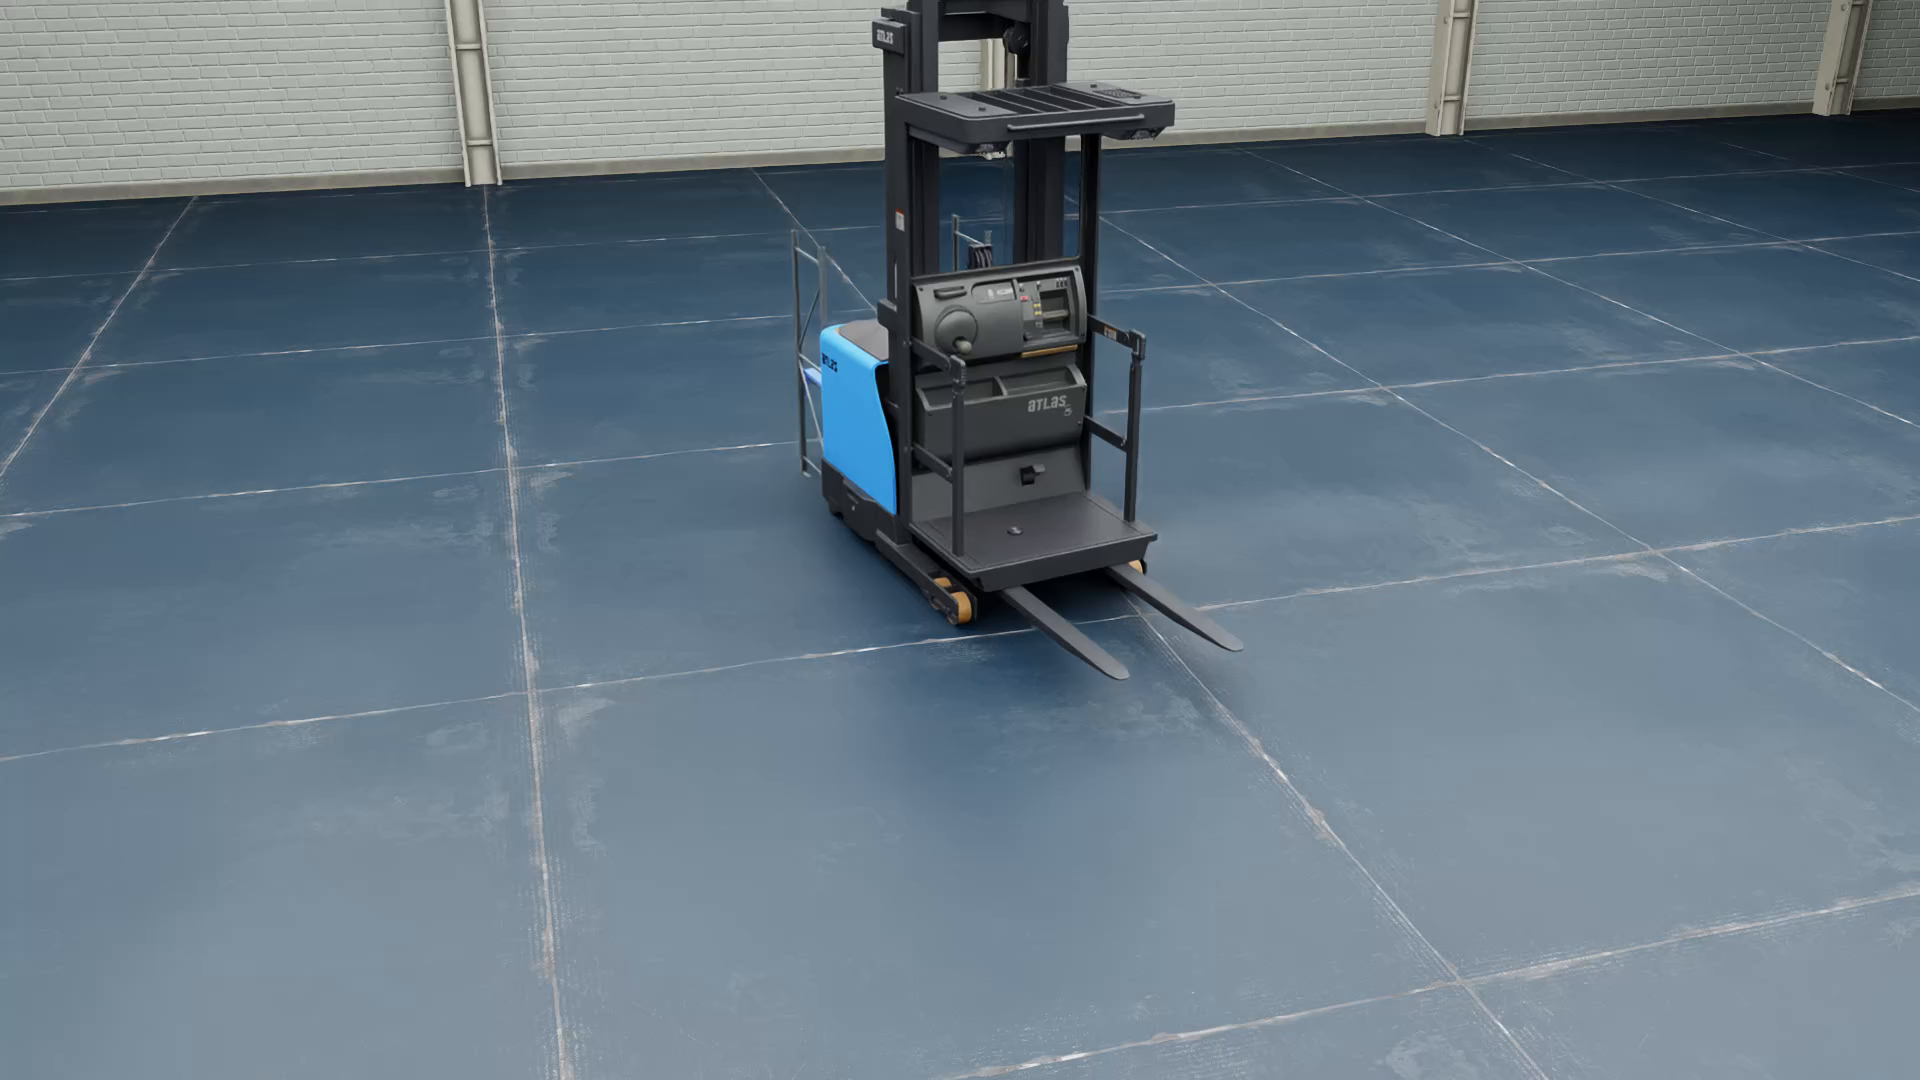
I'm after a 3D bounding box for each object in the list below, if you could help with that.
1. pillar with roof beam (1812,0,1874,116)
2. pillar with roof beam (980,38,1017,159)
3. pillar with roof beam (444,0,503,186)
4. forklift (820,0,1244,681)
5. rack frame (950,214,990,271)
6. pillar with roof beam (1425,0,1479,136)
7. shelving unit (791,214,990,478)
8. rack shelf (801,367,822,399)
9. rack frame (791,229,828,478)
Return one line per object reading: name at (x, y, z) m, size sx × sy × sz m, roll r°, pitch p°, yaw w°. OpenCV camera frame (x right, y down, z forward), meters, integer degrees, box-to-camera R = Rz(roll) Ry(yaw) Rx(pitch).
pillar with roof beam at (13.192, -8.396, 17.404) m, size 0.400 × 9.000 × 9.100 m, roll -6°, pitch 24°, yaw -14°
pillar with roof beam at (1.638, -7.117, 14.425) m, size 0.400 × 9.000 × 9.100 m, roll -6°, pitch 24°, yaw -14°
pillar with roof beam at (-4.139, -6.478, 12.936) m, size 0.400 × 9.000 × 9.100 m, roll -6°, pitch 24°, yaw -14°
forklift at (0.312, -1.123, 8.151) m, size 1.130 × 2.935 × 3.031 m, roll -11°, pitch 26°, yaw -24°
rack frame at (0.059, -1.188, 10.116) m, size 0.032 × 1.500 × 0.500 m, roll -10°, pitch 25°, yaw -23°
pillar with roof beam at (7.415, -7.756, 15.915) m, size 0.400 × 9.000 × 9.100 m, roll -6°, pitch 24°, yaw -14°
shelving unit at (-0.403, -1.104, 9.921) m, size 1.048 × 1.500 × 0.538 m, roll -10°, pitch 25°, yaw -23°
rack shelf at (-0.403, -0.939, 9.992) m, size 1.000 × 0.185 × 0.538 m, roll -10°, pitch 25°, yaw -23°
rack frame at (-0.865, -1.020, 9.726) m, size 0.032 × 1.500 × 0.500 m, roll -10°, pitch 25°, yaw -23°
